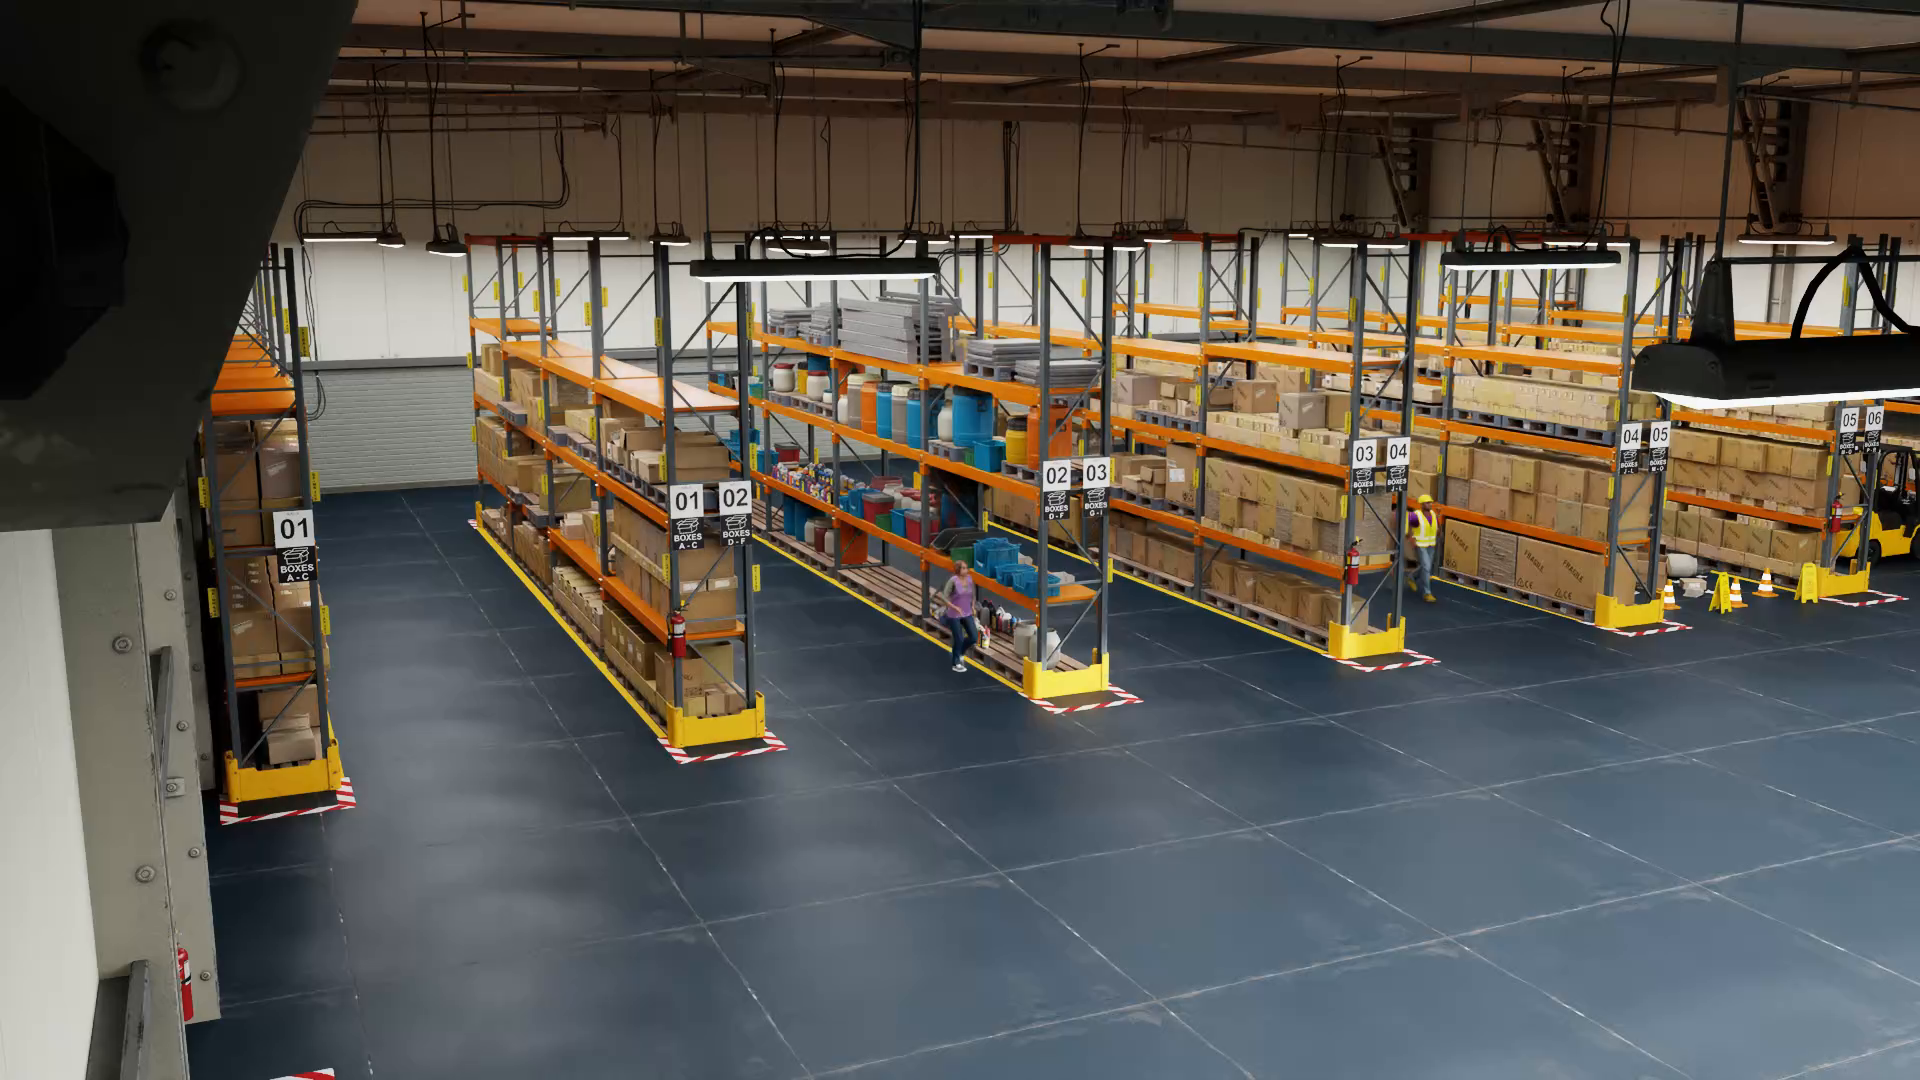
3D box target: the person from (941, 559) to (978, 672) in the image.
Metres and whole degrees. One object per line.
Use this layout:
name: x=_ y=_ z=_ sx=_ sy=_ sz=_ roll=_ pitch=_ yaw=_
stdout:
person: x=0.027 y=1.020 z=22.219 sx=0.564 sy=1.549 sz=0.502 roll=-7 pitch=13 yaw=-32

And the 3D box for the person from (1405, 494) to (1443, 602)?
person: x=7.768 y=0.104 z=27.945 sx=0.701 sy=1.769 sz=0.827 roll=-6 pitch=12 yaw=-27

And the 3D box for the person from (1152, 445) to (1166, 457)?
person: x=5.138 y=-2.605 z=42.394 sx=0.696 sy=1.631 sz=0.583 roll=-5 pitch=12 yaw=-23
